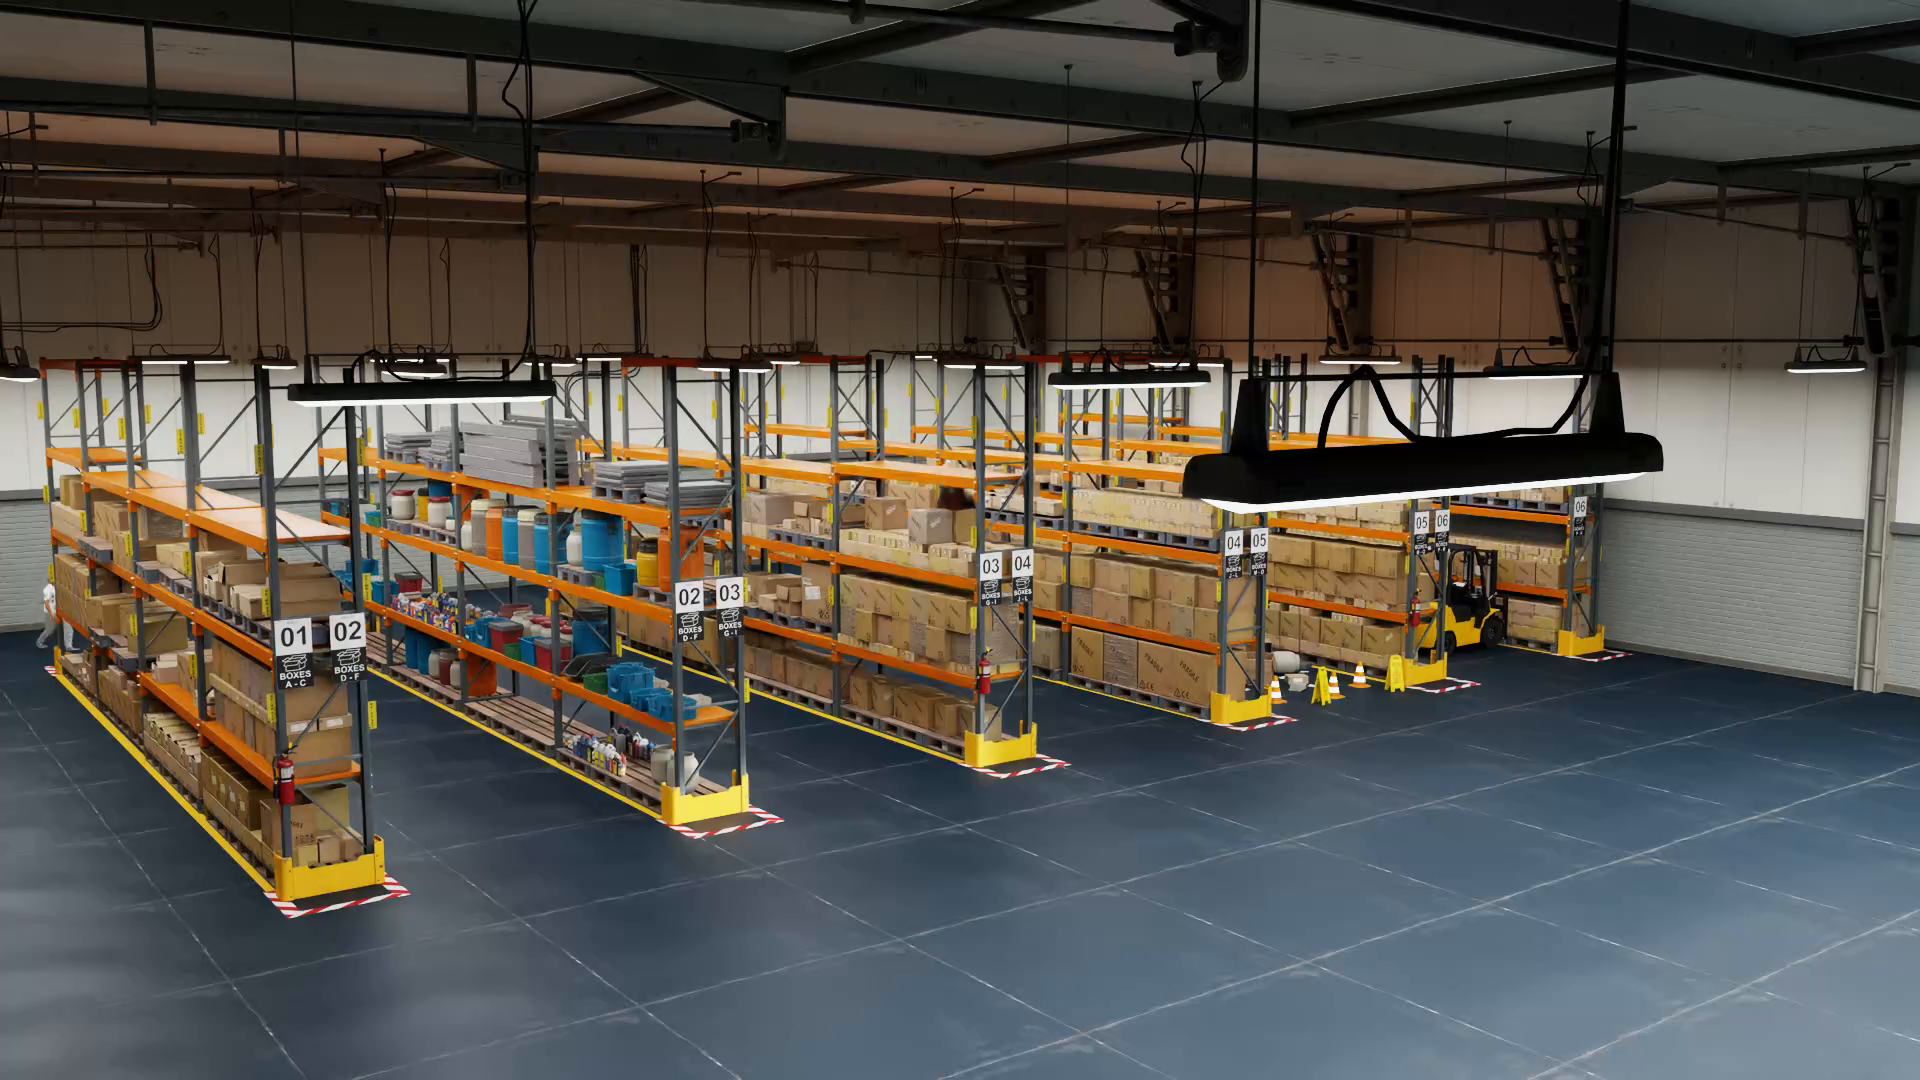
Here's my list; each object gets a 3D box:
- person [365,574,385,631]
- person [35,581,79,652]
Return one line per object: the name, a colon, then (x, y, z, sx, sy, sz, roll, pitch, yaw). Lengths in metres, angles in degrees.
person: (-12.816, 1.188, 36.094, 0.670, 1.620, 0.489, -1, 7, -7)
person: (-18.407, 1.467, 33.824, 0.908, 1.617, 0.518, 3, 7, 22)
